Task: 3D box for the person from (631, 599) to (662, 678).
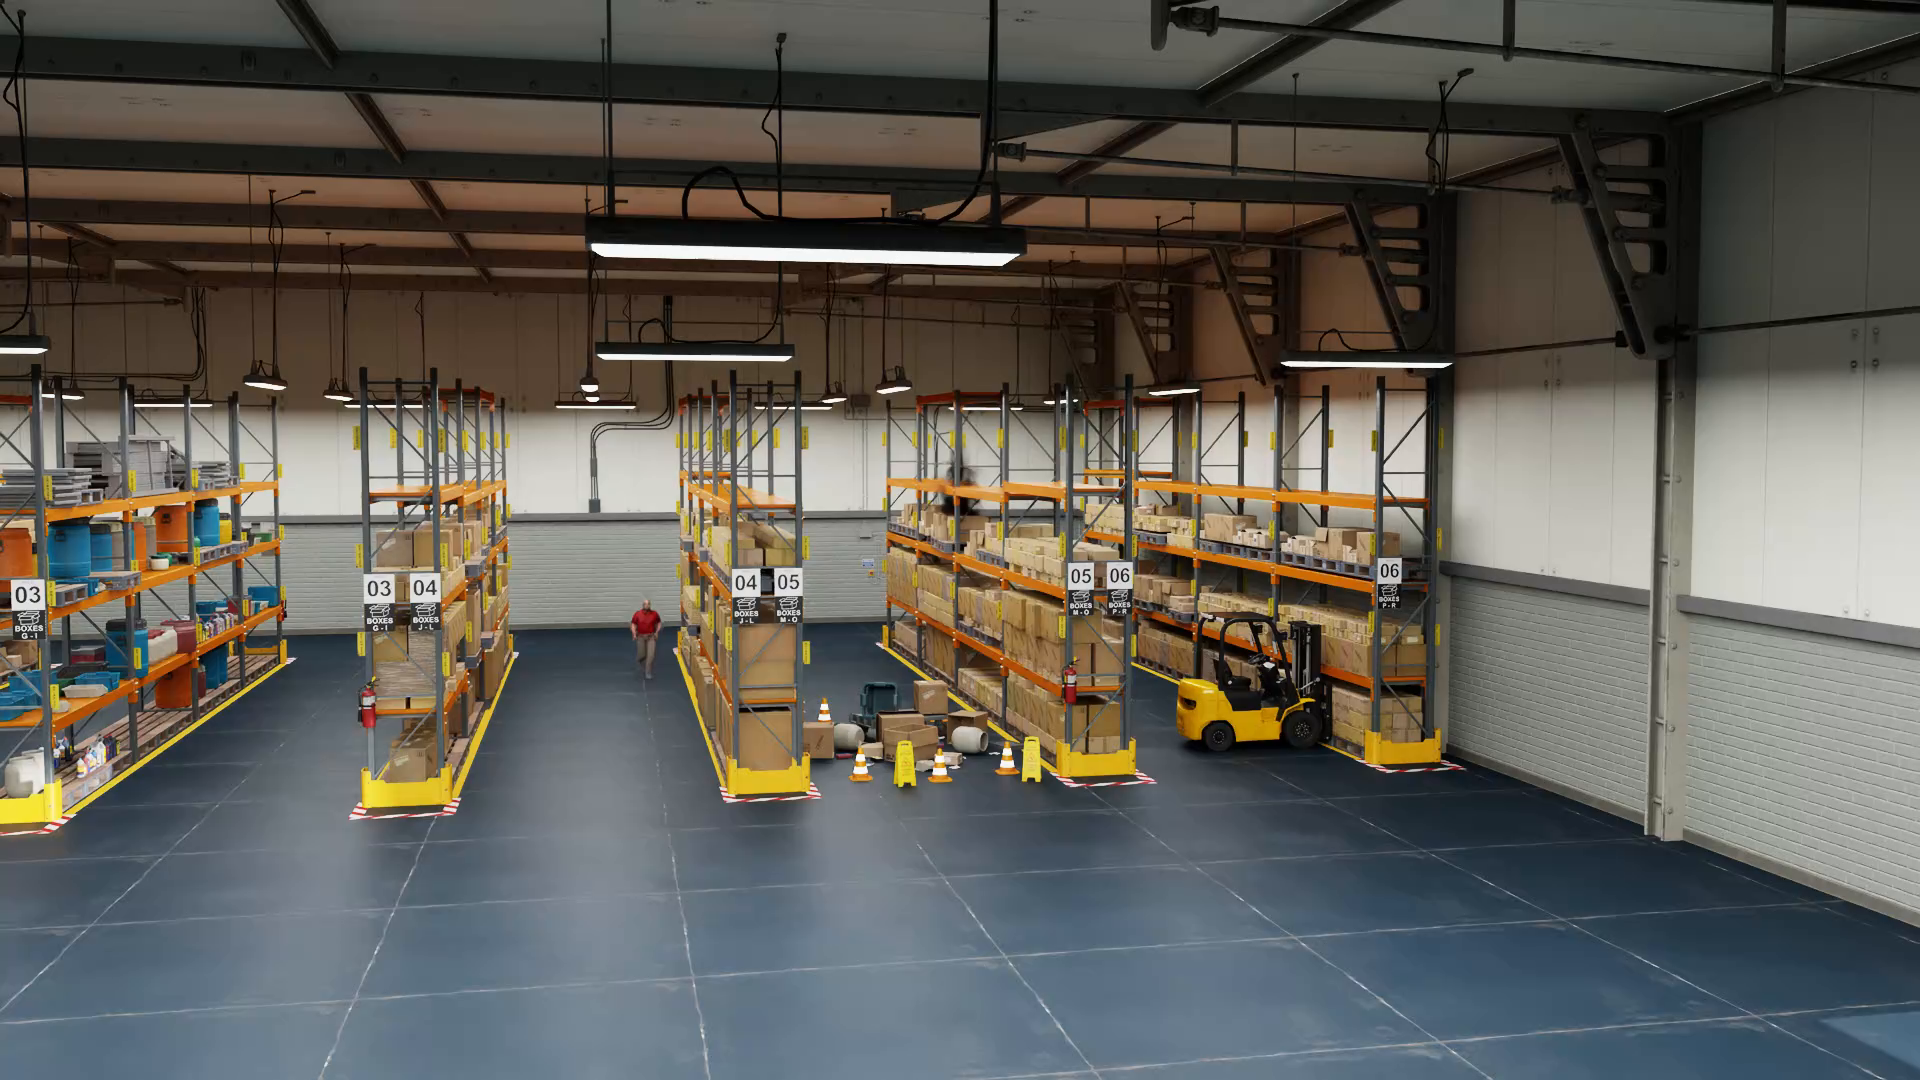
[{"bbox_3d":[-6.638,2.079,35.197,0.649,1.676,0.635,-1,4,-18],"label":"person"}]
